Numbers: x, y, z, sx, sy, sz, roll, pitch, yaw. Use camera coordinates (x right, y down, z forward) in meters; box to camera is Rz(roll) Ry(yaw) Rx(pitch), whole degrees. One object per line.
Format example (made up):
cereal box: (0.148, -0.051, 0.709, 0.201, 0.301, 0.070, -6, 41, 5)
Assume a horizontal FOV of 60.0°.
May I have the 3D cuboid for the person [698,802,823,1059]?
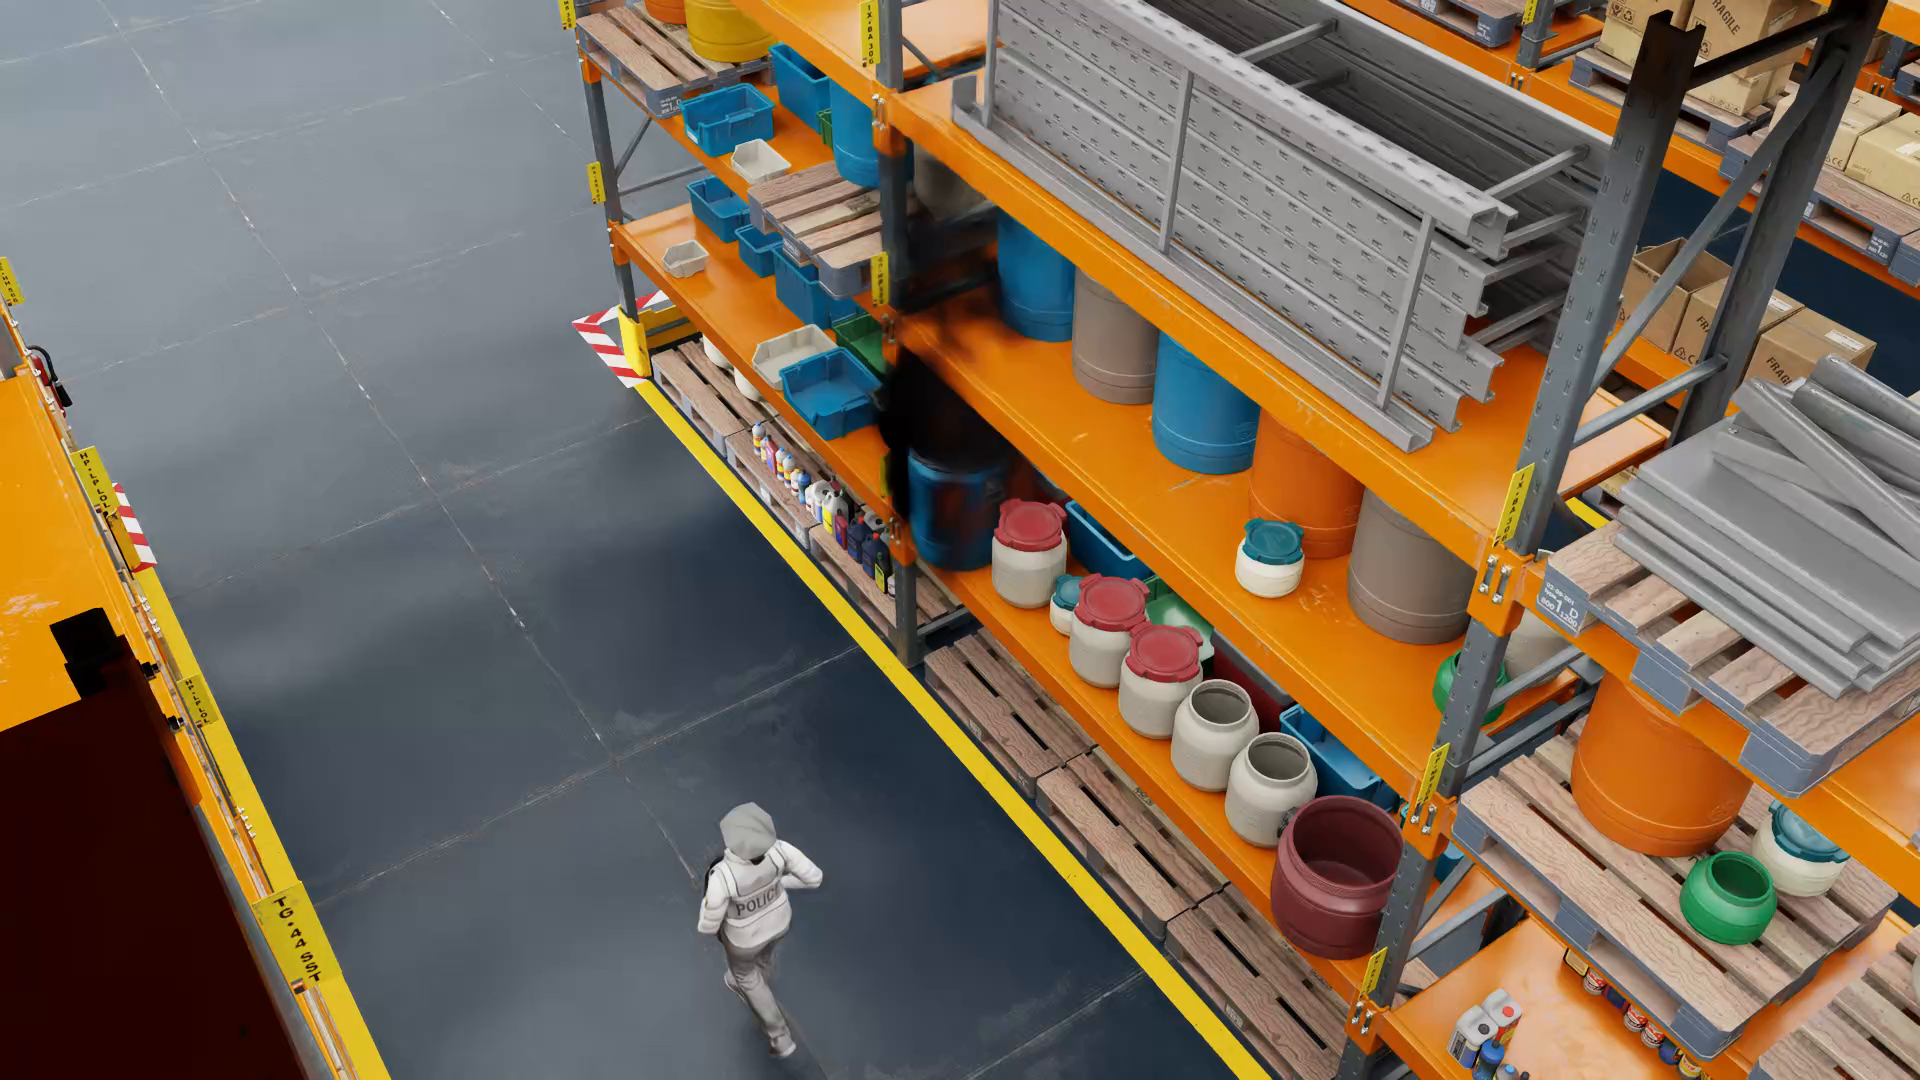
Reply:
person: (-0.995, 1.853, 8.076, 0.627, 1.704, 0.687, -28, 50, -27)
